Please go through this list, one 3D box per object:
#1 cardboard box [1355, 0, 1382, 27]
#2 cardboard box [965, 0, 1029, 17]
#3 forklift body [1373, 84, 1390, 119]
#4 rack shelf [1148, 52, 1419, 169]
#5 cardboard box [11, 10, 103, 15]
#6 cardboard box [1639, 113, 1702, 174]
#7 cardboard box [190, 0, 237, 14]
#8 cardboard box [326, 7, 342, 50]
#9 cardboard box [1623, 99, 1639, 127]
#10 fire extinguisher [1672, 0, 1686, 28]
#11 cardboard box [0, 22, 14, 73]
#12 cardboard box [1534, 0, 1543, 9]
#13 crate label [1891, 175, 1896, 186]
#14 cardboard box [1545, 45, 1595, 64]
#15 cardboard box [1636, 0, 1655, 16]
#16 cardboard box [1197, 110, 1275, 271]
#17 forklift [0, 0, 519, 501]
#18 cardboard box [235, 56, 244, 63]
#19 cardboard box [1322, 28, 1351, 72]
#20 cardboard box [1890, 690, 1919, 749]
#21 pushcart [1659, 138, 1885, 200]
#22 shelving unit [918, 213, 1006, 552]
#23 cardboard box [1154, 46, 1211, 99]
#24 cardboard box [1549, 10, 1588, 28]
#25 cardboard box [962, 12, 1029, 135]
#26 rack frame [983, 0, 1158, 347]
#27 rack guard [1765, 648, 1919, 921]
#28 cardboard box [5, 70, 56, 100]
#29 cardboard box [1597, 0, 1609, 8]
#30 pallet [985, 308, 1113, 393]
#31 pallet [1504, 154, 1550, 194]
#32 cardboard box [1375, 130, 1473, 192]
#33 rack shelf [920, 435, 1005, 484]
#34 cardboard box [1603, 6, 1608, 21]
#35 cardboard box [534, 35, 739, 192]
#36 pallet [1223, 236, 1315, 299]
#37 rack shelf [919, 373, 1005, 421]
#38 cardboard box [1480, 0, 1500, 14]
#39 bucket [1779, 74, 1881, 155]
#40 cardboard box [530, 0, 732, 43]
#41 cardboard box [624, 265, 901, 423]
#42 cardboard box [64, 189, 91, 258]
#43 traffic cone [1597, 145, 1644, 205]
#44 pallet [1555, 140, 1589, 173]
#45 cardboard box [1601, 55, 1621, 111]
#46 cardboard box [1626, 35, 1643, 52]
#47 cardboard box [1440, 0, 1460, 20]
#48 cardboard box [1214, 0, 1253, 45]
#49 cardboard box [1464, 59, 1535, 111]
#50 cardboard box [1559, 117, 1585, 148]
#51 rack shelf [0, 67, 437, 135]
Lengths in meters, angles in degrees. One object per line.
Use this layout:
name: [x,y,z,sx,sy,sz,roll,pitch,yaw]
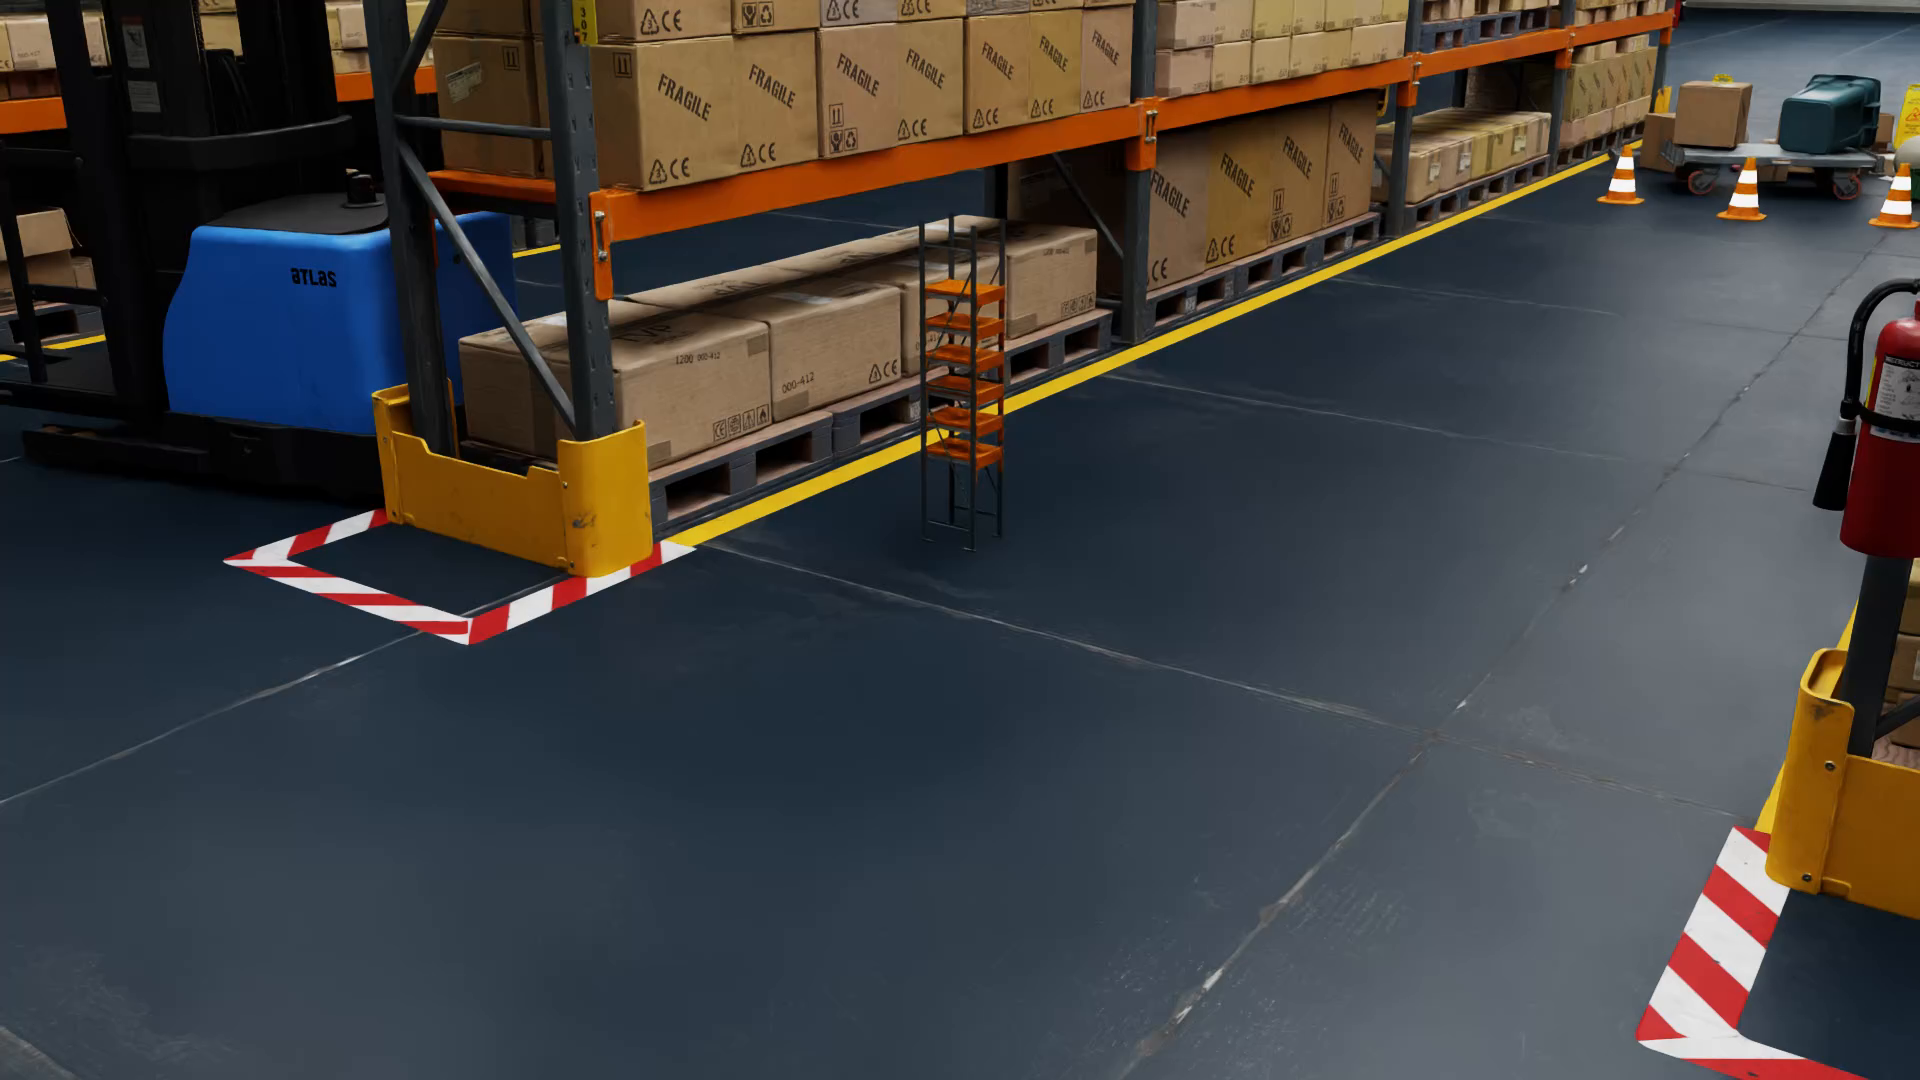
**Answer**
cardboard box: [2.479,-3.556,11.049,0.500,0.250,0.500,13,24,30]
cardboard box: [-0.029,-2.615,7.425,0.500,0.500,0.500,14,24,33]
forklift body: [3.659,-5.692,18.553,2.313,2.155,1.214,13,24,32]
rack shelf: [1.702,-2.817,10.593,1.077,0.370,4.000,13,24,32]
cardboard box: [-5.166,-2.941,9.680,0.500,0.250,0.500,14,25,33]
cardboard box: [6.803,-3.746,15.669,0.500,0.500,0.500,-6,21,-15]
cardboard box: [-4.457,-3.328,9.646,0.500,0.500,0.500,14,24,33]
cardboard box: [-4.175,-3.135,10.205,0.500,0.250,0.500,13,24,31]
cardboard box: [6.794,-4.499,17.462,0.500,0.250,0.500,13,24,32]
fire extinguisher: [7.769,-5.930,18.084,0.296,0.674,0.183,13,24,32]
cardboard box: [-5.300,-2.546,8.612,0.500,0.250,0.500,13,24,32]
cardboard box: [4.736,-4.600,14.134,0.380,0.149,0.250,13,24,31]
crate label: [8.276,-3.101,14.450,0.298,0.136,0.250,-2,20,-5]
cardboard box: [5.750,-4.580,15.664,0.380,0.149,0.250,14,24,33]
cardboard box: [6.958,-5.513,17.207,0.380,0.149,0.250,14,24,33]
cardboard box: [1.362,-2.235,10.440,0.875,0.875,0.875,14,25,33]
forklift: [-3.468,-1.833,6.996,3.031,2.935,1.130,8,22,20]
cardboard box: [-4.382,-2.849,10.006,0.380,0.149,0.250,13,24,32]
cardboard box: [2.186,-3.171,10.729,0.500,0.250,0.500,13,24,31]
cardboard box: [2.603,0.452,4.222,0.380,0.149,0.250,14,24,33]
pushcart: [6.989,-3.215,14.413,1.648,0.377,0.936,5,21,13]
shelving unit: [0.008,-0.567,6.068,0.258,1.200,0.189,13,24,32]
cardboard box: [1.044,-2.585,9.145,0.500,0.250,0.500,13,24,31]
cardboard box: [5.517,-4.785,15.241,0.380,0.149,0.250,13,24,32]
cardboard box: [-0.027,-2.148,7.605,0.500,0.500,0.500,13,24,31]
rack frame: [0.578,-2.580,8.916,1.000,3.000,0.127,13,24,32]
rack guard: [2.523,0.655,3.775,1.175,0.500,0.348,13,24,32]
cardboard box: [-5.143,-2.487,9.026,0.380,0.149,0.250,13,24,31]
cardboard box: [5.816,-5.282,15.649,0.500,0.500,0.500,13,24,32]
pallet: [0.086,-1.069,8.852,1.003,0.211,1.213,13,24,32]
pallet: [4.639,-3.344,15.001,1.003,0.211,1.213,13,24,32]
cardboard box: [3.560,-3.066,13.412,0.950,0.372,0.625,13,24,31]
rack shelf: [0.008,-0.300,6.167,0.258,0.103,0.180,13,24,32]
cardboard box: [6.032,-5.097,16.083,0.380,0.149,0.250,13,24,32]
cardboard box: [-1.163,-1.561,6.017,0.500,0.500,0.500,13,24,31]
pallet: [1.634,-1.860,10.989,1.003,0.211,1.213,13,24,32]
rack shelf: [0.008,-0.525,6.083,0.258,0.103,0.180,13,24,32]
cardboard box: [4.112,-4.318,13.372,0.380,0.149,0.250,14,25,33]
bucket: [7.395,-3.605,14.216,0.620,0.611,0.726,-24,30,-29]
cardboard box: [-1.165,-2.030,5.845,0.500,0.500,0.500,13,24,31]
cardboard box: [-0.875,-0.901,7.464,0.875,0.438,0.875,14,25,33]
cardboard box: [-4.843,-1.819,9.856,0.700,0.500,0.500,14,25,34]
traffic cone: [5.536,-3.057,13.862,0.336,0.463,0.334,13,24,32]
pallet: [5.423,-3.767,16.145,1.003,0.211,1.213,13,24,32]
cardboard box: [6.214,-4.555,16.534,0.500,0.500,0.500,15,25,35]
cardboard box: [6.794,-5.116,17.114,0.380,0.149,0.250,14,24,33]
cardboard box: [3.542,-4.008,12.533,0.380,0.149,0.250,12,23,28]
cardboard box: [1.328,-2.971,9.468,0.500,0.250,0.500,14,24,33]
cardboard box: [5.186,-4.357,15.996,0.500,0.500,0.500,13,24,31]
cardboard box: [5.630,-3.899,15.841,0.500,0.250,0.500,12,23,29]
rack shelf: [-4.654,-2.636,10.104,1.077,0.370,4.000,13,24,32]
